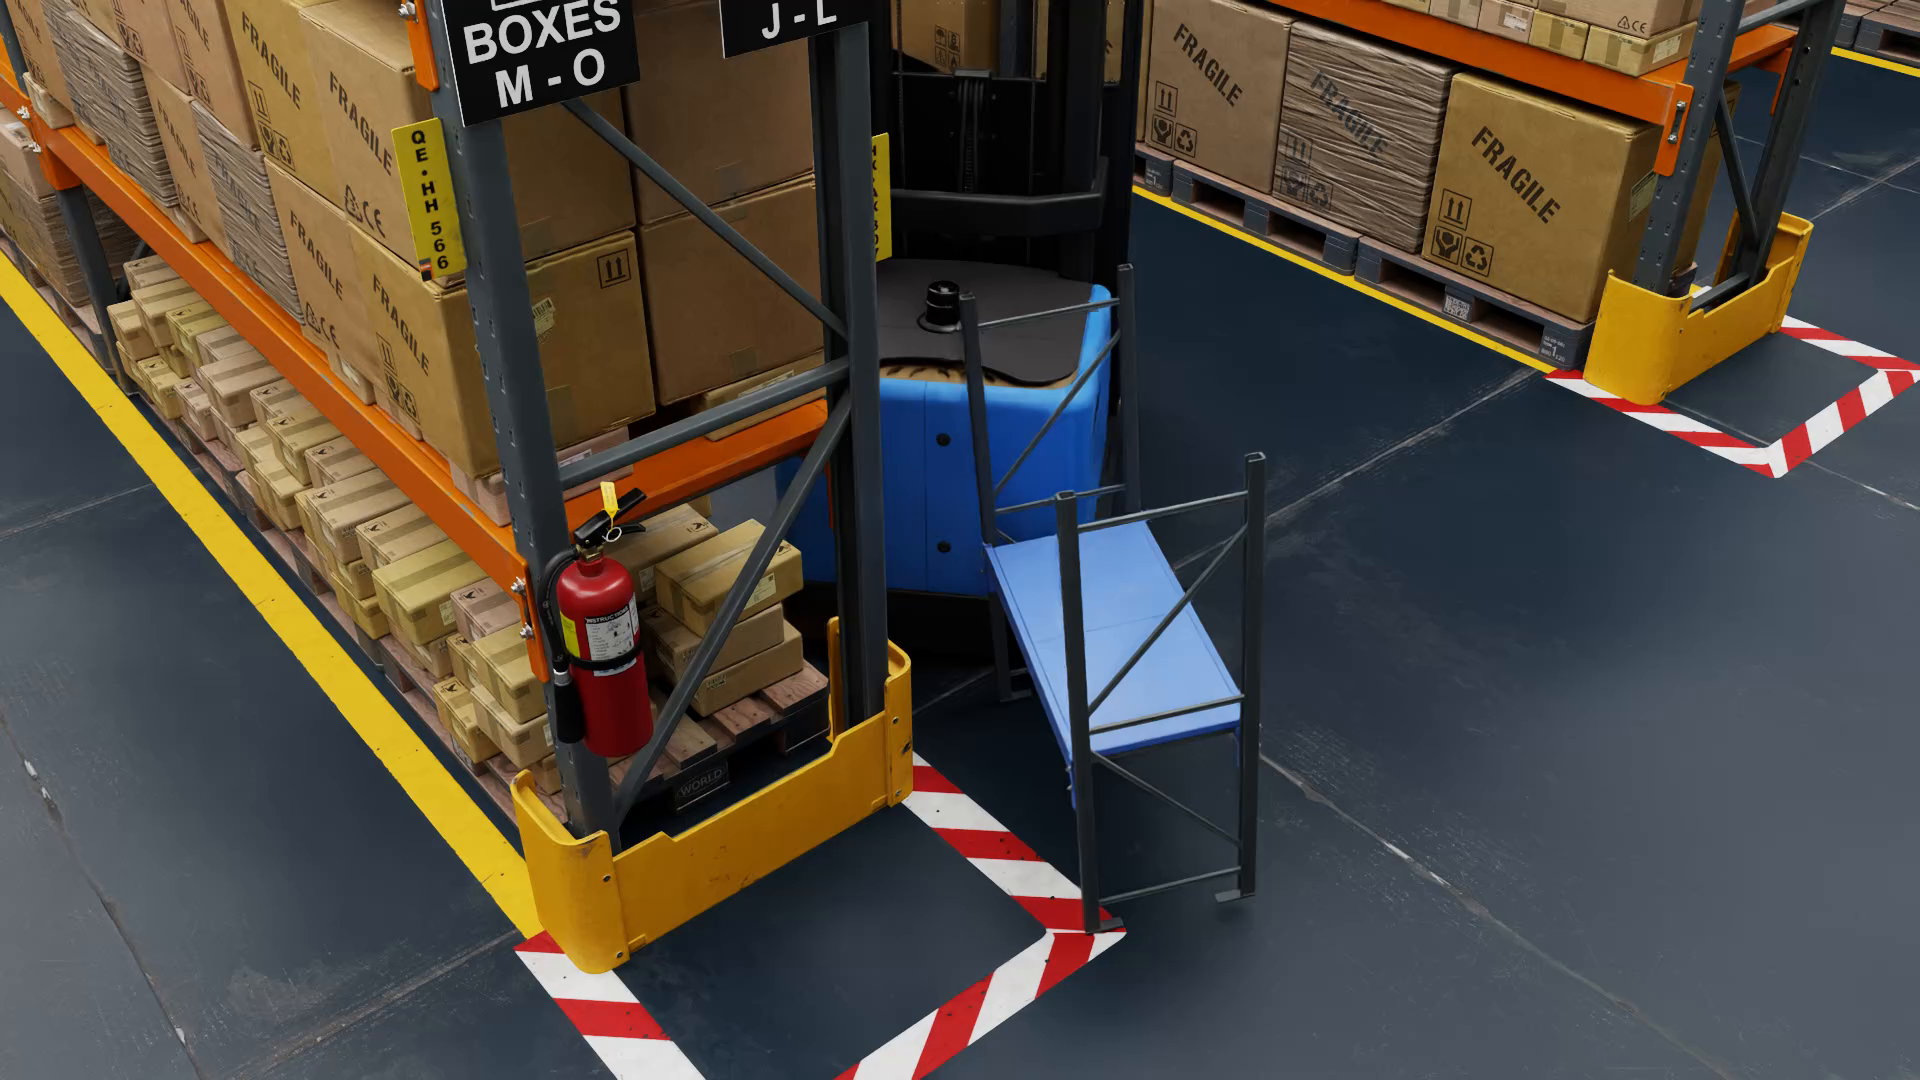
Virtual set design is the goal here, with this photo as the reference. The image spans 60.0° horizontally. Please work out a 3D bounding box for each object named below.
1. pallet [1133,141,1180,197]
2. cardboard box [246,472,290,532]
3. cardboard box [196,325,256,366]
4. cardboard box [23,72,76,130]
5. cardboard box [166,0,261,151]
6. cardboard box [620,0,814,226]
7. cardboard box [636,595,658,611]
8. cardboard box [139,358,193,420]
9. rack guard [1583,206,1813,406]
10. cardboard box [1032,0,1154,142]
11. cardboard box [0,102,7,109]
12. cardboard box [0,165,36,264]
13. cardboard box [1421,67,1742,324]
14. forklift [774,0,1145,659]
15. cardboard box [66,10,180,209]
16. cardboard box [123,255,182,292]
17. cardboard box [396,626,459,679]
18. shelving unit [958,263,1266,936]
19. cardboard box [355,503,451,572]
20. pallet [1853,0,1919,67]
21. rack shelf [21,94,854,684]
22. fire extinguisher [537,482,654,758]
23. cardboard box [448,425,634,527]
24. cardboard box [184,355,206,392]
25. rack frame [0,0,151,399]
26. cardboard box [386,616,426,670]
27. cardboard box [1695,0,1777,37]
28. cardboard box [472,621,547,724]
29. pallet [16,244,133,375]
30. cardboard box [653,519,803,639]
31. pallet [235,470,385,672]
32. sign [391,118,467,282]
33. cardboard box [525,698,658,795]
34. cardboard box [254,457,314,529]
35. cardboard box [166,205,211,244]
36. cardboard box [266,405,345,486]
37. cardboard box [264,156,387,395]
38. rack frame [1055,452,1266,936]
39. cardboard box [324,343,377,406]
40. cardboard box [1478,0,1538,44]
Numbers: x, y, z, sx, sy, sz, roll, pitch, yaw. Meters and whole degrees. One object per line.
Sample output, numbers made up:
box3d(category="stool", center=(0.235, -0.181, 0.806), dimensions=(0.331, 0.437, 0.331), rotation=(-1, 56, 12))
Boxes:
box3d(category="pallet", center=(1.078, -2.345, 9.378), dimensions=(1.003, 0.211, 1.213), rotation=(-26, 43, -32))
box3d(category="cardboard box", center=(-2.350, -0.212, 6.057), dimensions=(0.380, 0.149, 0.250), rotation=(-27, 44, -33))
box3d(category="cardboard box", center=(-2.624, -0.720, 6.260), dimensions=(0.380, 0.149, 0.250), rotation=(-27, 43, -33))
box3d(category="cardboard box", center=(-3.275, -1.692, 6.262), dimensions=(0.380, 0.149, 0.250), rotation=(-24, 42, -30))
box3d(category="cardboard box", center=(-1.781, -1.405, 4.430), dimensions=(0.500, 0.500, 0.500), rotation=(-24, 42, -30))
box3d(category="cardboard box", center=(-0.713, -1.144, 4.060), dimensions=(0.500, 0.500, 0.500), rotation=(-26, 43, -32))
box3d(category="cardboard box", center=(-0.902, 0.126, 5.323), dimensions=(0.380, 0.149, 0.250), rotation=(-26, 43, -32))
box3d(category="cardboard box", center=(-3.046, -0.652, 6.679), dimensions=(0.380, 0.149, 0.250), rotation=(-25, 42, -31))
box3d(category="rack guard", center=(3.244, -1.051, 7.301), dimensions=(1.175, 0.500, 0.348), rotation=(-26, 43, -32))
box3d(category="cardboard box", center=(1.012, -2.830, 9.126), dimensions=(0.875, 0.875, 0.875), rotation=(-26, 43, -32))
box3d(category="cardboard box", center=(-4.203, -1.966, 7.581), dimensions=(0.500, 0.250, 0.500), rotation=(-24, 42, -30))
box3d(category="cardboard box", center=(-4.208, -1.653, 7.788), dimensions=(0.500, 0.500, 0.500), rotation=(-27, 43, -33))
box3d(category="cardboard box", center=(2.754, -1.638, 7.443), dimensions=(0.875, 0.875, 0.875), rotation=(-26, 43, -32))
box3d(category="forklift", center=(0.112, -1.632, 6.018), dimensions=(1.130, 2.935, 3.031), rotation=(5, 36, 7))
box3d(category="cardboard box", center=(-2.458, -1.440, 5.344), dimensions=(0.500, 0.500, 0.500), rotation=(-27, 43, -33))
box3d(category="cardboard box", center=(-3.143, -1.063, 6.745), dimensions=(0.380, 0.149, 0.250), rotation=(-24, 42, -30))
box3d(category="cardboard box", center=(-1.521, 0.239, 5.163), dimensions=(0.380, 0.149, 0.250), rotation=(-28, 44, -33))
box3d(category="shelving unit", center=(0.418, 0.166, 4.681), dimensions=(0.538, 1.500, 1.048), rotation=(-12, 37, -7))
box3d(category="cardboard box", center=(-1.662, -0.003, 5.248), dimensions=(0.380, 0.149, 0.250), rotation=(-28, 44, -33))
box3d(category="pallet", center=(6.509, -3.169, 10.542), dimensions=(1.003, 0.211, 1.213), rotation=(-26, 43, -32))
box3d(category="rack shelf", center=(-1.917, -0.866, 5.499), dimensions=(1.077, 0.370, 4.000), rotation=(-26, 43, -32))
box3d(category="fire extinguisher", center=(-0.816, 0.191, 3.775), dimensions=(0.296, 0.674, 0.183), rotation=(-26, 43, -32))
box3d(category="cardboard box", center=(-1.052, -0.212, 4.171), dimensions=(0.380, 0.149, 0.250), rotation=(-26, 43, -32))
box3d(category="cardboard box", center=(-2.801, -0.720, 6.517), dimensions=(0.380, 0.149, 0.250), rotation=(-26, 43, -32))
box3d(category="rack frame", center=(-3.207, -2.042, 6.538), dimensions=(1.000, 3.000, 0.127), rotation=(-26, 43, -32))
box3d(category="cardboard box", center=(-1.642, 0.233, 5.429), dimensions=(0.380, 0.149, 0.250), rotation=(-26, 43, -31))
box3d(category="cardboard box", center=(3.251, -2.259, 7.061), dimensions=(0.380, 0.149, 0.250), rotation=(-25, 43, -31))
box3d(category="cardboard box", center=(-1.161, 0.334, 4.772), dimensions=(0.380, 0.149, 0.250), rotation=(-25, 43, -31))
box3d(category="pallet", center=(-3.711, -1.247, 7.829), dimensions=(1.003, 0.211, 1.213), rotation=(-26, 43, -32))
box3d(category="cardboard box", center=(-0.705, 0.115, 5.081), dimensions=(0.380, 0.149, 0.250), rotation=(-28, 44, -34))
box3d(category="pallet", center=(-1.955, -0.082, 6.183), dimensions=(1.003, 0.211, 1.213), rotation=(-26, 43, -32))
box3d(category="sign", center=(-1.063, -0.679, 3.339), dimensions=(0.100, 0.325, 0.005), rotation=(-26, 43, -32))
box3d(category="cardboard box", center=(-1.125, 0.561, 4.965), dimensions=(0.380, 0.149, 0.250), rotation=(-25, 42, -31))
box3d(category="cardboard box", center=(-2.216, -0.216, 5.805), dimensions=(0.380, 0.149, 0.250), rotation=(-26, 43, -31))
box3d(category="cardboard box", center=(-2.388, -1.129, 5.466), dimensions=(0.380, 0.149, 0.250), rotation=(-24, 42, -30))
box3d(category="cardboard box", center=(-2.154, -0.364, 5.757), dimensions=(0.380, 0.149, 0.250), rotation=(-26, 43, -32))
box3d(category="cardboard box", center=(-1.441, -0.770, 4.398), dimensions=(0.500, 0.500, 0.500), rotation=(-27, 43, -32))
box3d(category="rack frame", center=(0.529, 0.453, 4.276), dimensions=(0.500, 1.500, 0.032), rotation=(-12, 37, -7))
box3d(category="cardboard box", center=(-1.540, -0.545, 4.641), dimensions=(0.380, 0.149, 0.250), rotation=(-25, 42, -31))
box3d(category="cardboard box", center=(2.416, -2.239, 7.034), dimensions=(0.380, 0.149, 0.250), rotation=(-26, 43, -32))
